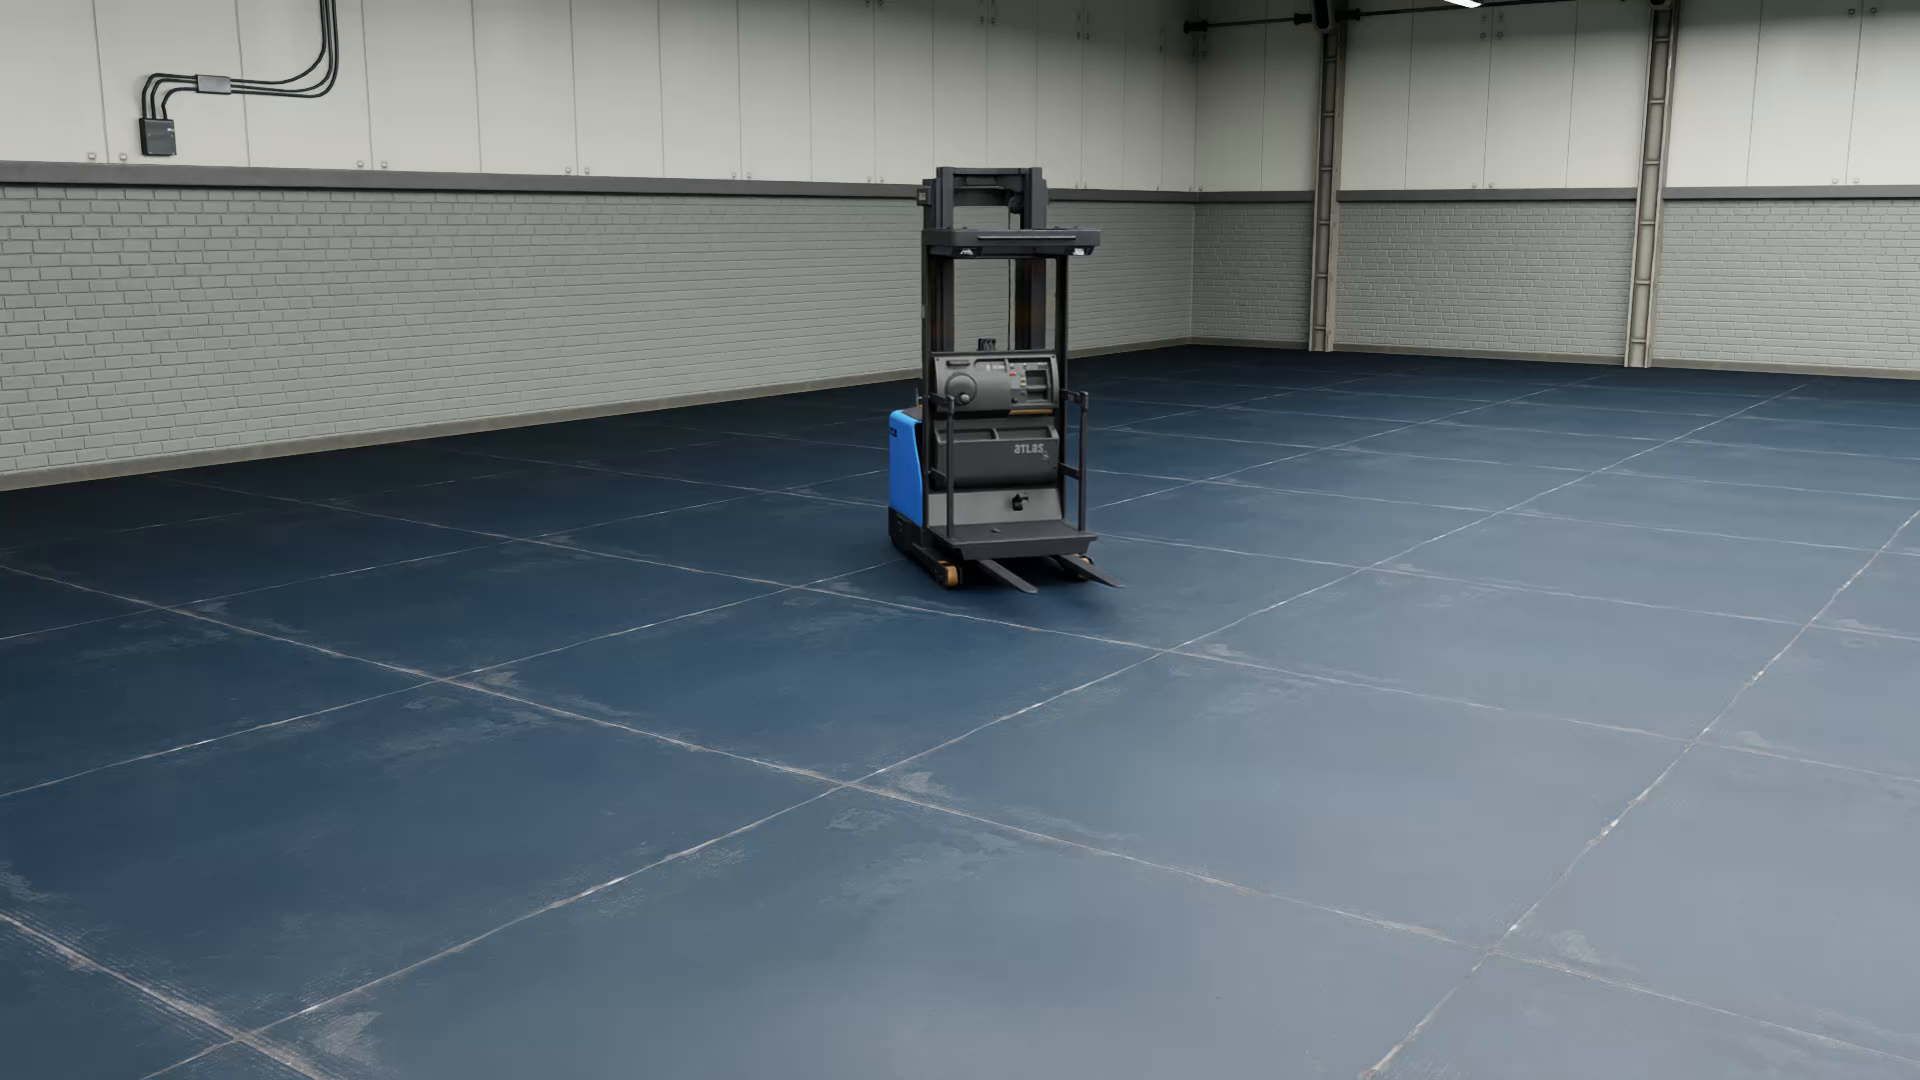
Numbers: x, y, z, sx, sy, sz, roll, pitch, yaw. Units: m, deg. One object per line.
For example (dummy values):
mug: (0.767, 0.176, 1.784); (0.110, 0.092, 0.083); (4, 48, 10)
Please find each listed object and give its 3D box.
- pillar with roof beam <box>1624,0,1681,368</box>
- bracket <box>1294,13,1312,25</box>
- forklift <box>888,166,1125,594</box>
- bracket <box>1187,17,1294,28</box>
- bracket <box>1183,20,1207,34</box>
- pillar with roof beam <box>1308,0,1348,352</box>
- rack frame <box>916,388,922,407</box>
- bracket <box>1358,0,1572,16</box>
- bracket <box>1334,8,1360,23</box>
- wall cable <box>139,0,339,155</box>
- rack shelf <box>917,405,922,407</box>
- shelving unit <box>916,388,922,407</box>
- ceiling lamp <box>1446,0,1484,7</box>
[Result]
pillar with roof beam: (9.418, -6.820, 25.093); (0.548, 9.000, 9.100); (8, 13, 36)
bracket: (6.585, -9.914, 31.605); (0.430, 0.232, 0.235); (8, 13, 36)
forklift: (0.329, -1.178, 11.900); (1.130, 2.935, 3.031); (-3, 11, -16)
bracket: (5.151, -10.114, 32.639); (3.189, 0.066, 0.076); (8, 13, 36)
bracket: (4.675, -10.180, 32.982); (0.430, 0.232, 0.235); (8, 13, 36)
pillar with roof beam: (4.582, -7.495, 28.580); (0.548, 9.000, 9.100); (8, 13, 36)
rack frame: (-0.317, -0.673, 13.851); (0.015, 1.200, 0.240); (4, 12, 19)
bracket: (9.331, -9.531, 29.625); (4.783, 0.066, 0.076); (8, 13, 36)
bracket: (7.254, -9.820, 31.122); (0.430, 0.232, 0.235); (8, 13, 36)
wall cable: (-7.475, -6.987, 16.998); (0.169, 6.003, 2.305); (8, 13, 36)
rack shelf: (-0.087, -1.044, 13.697); (0.480, 0.148, 0.258); (4, 12, 19)
shelving unit: (-0.087, -0.658, 13.772); (0.503, 1.200, 0.258); (4, 12, 19)
ceiling lamp: (7.308, -9.826, 25.261); (0.800, 3.185, 2.000); (8, 13, 36)
